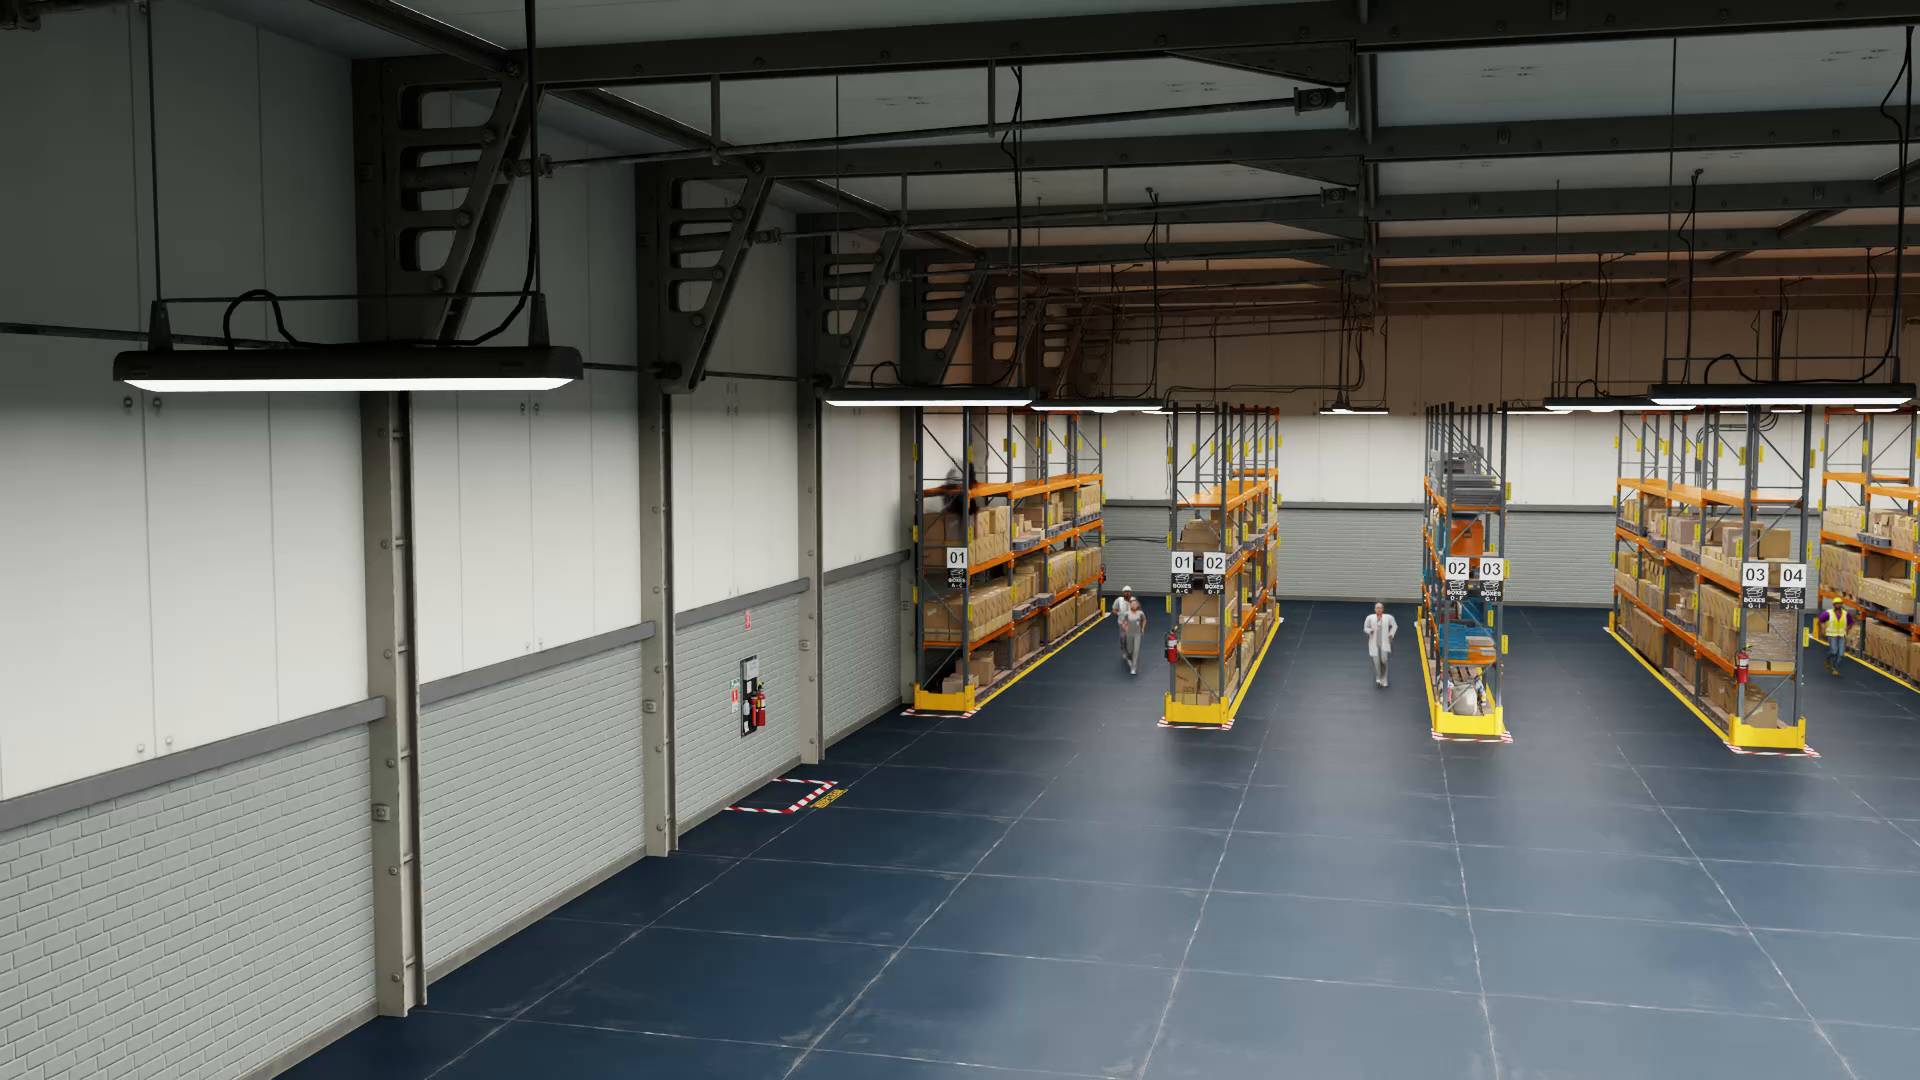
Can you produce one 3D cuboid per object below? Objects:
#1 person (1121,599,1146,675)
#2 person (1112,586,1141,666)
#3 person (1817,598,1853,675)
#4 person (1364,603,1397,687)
[{"bbox_3d":[3.888,2.147,37.233,0.570,1.650,0.924,0,4,5],"label":"person"},{"bbox_3d":[3.864,1.972,38.714,0.662,1.826,0.837,1,4,8],"label":"person"},{"bbox_3d":[19.449,2.140,36.898,0.699,1.722,0.580,1,4,12],"label":"person"},{"bbox_3d":[8.930,2.235,35.387,0.681,1.796,0.775,1,4,18],"label":"person"}]
